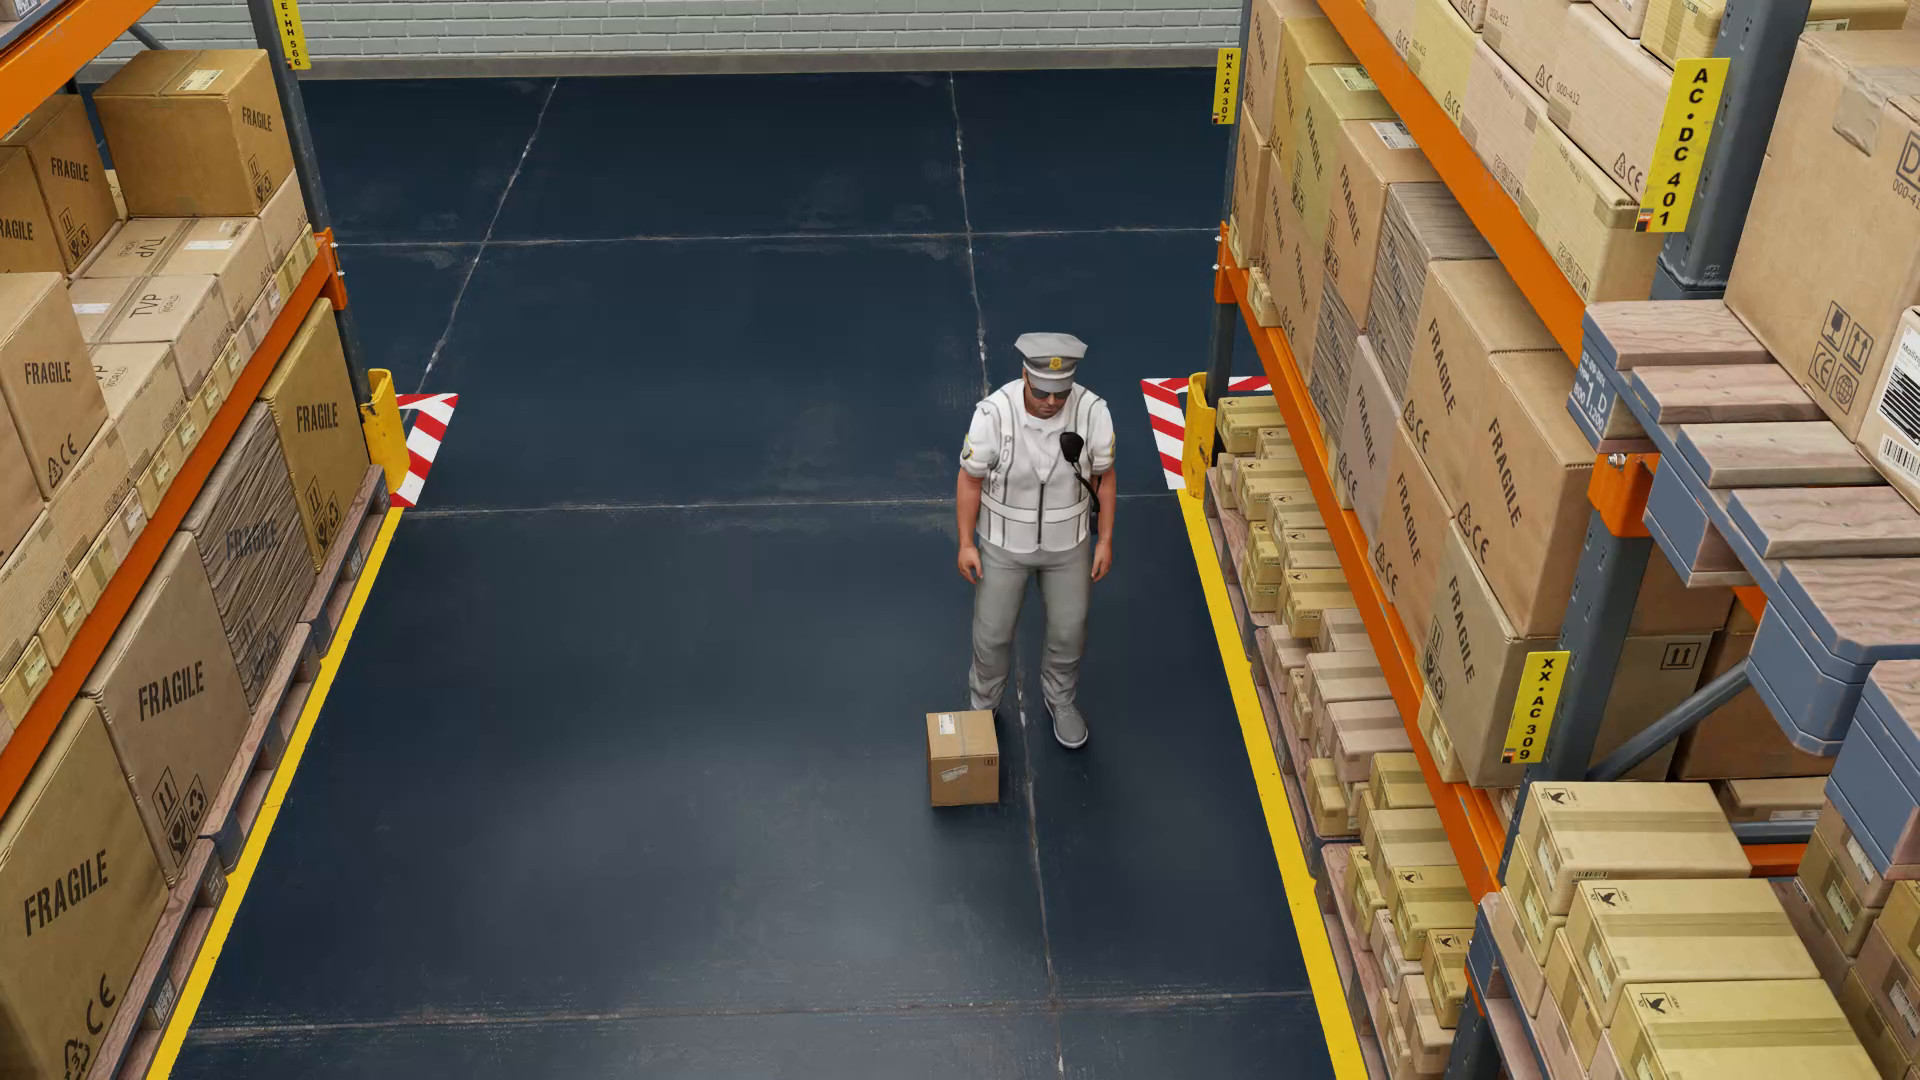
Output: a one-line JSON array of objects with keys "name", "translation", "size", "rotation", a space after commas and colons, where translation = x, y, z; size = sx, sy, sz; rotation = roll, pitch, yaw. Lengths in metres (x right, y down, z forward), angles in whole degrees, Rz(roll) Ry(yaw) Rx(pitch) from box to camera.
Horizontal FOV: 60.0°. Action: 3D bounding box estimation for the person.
[{"name": "person", "translation": [0.278, -0.003, 6.142], "size": [0.587, 1.748, 0.441], "rotation": [-2, 35, -3]}]
